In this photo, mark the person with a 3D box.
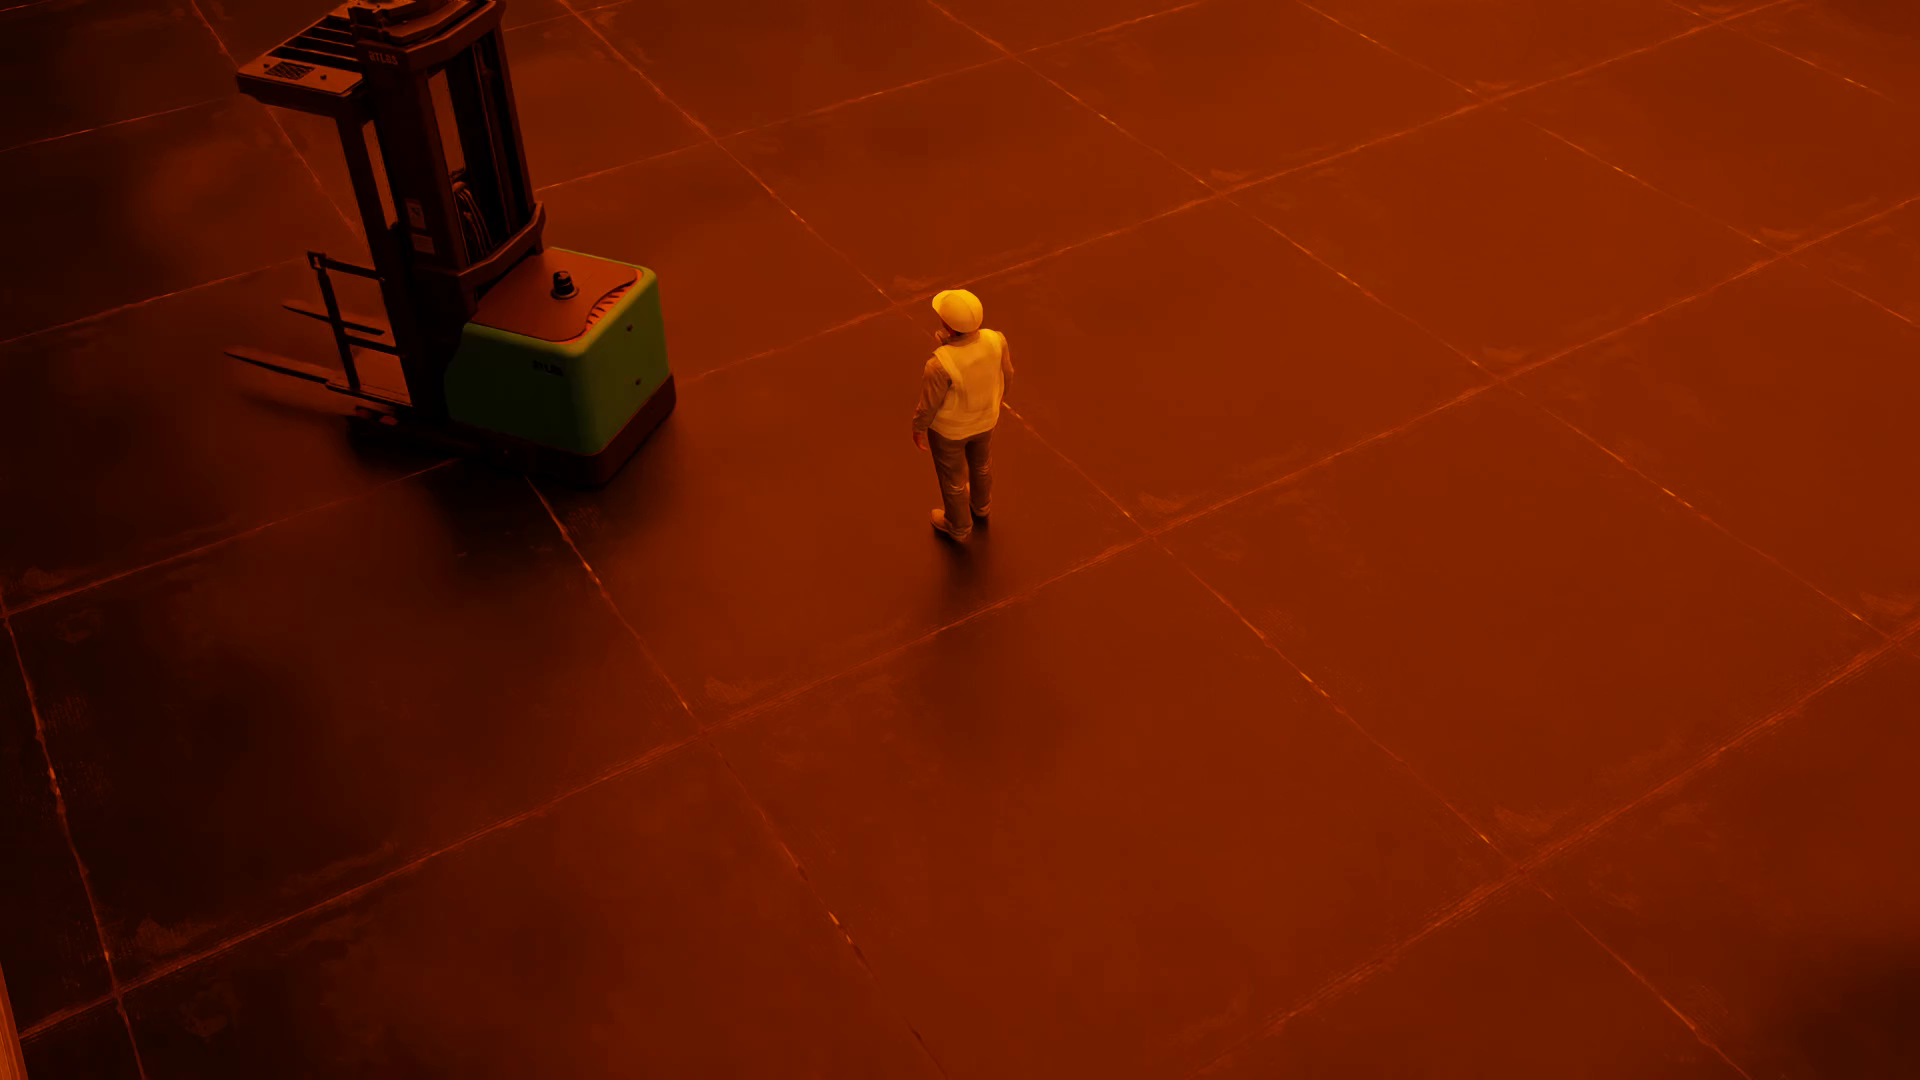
[{"bbox_3d":[-0.026,-0.741,9.526,0.632,1.773,0.568,-23,46,-24],"label":"person"}]

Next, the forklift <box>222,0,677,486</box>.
[{"bbox_3d":[-3.453,-2.054,10.222,3.031,2.935,1.130,15,43,16],"label":"forklift"}]
